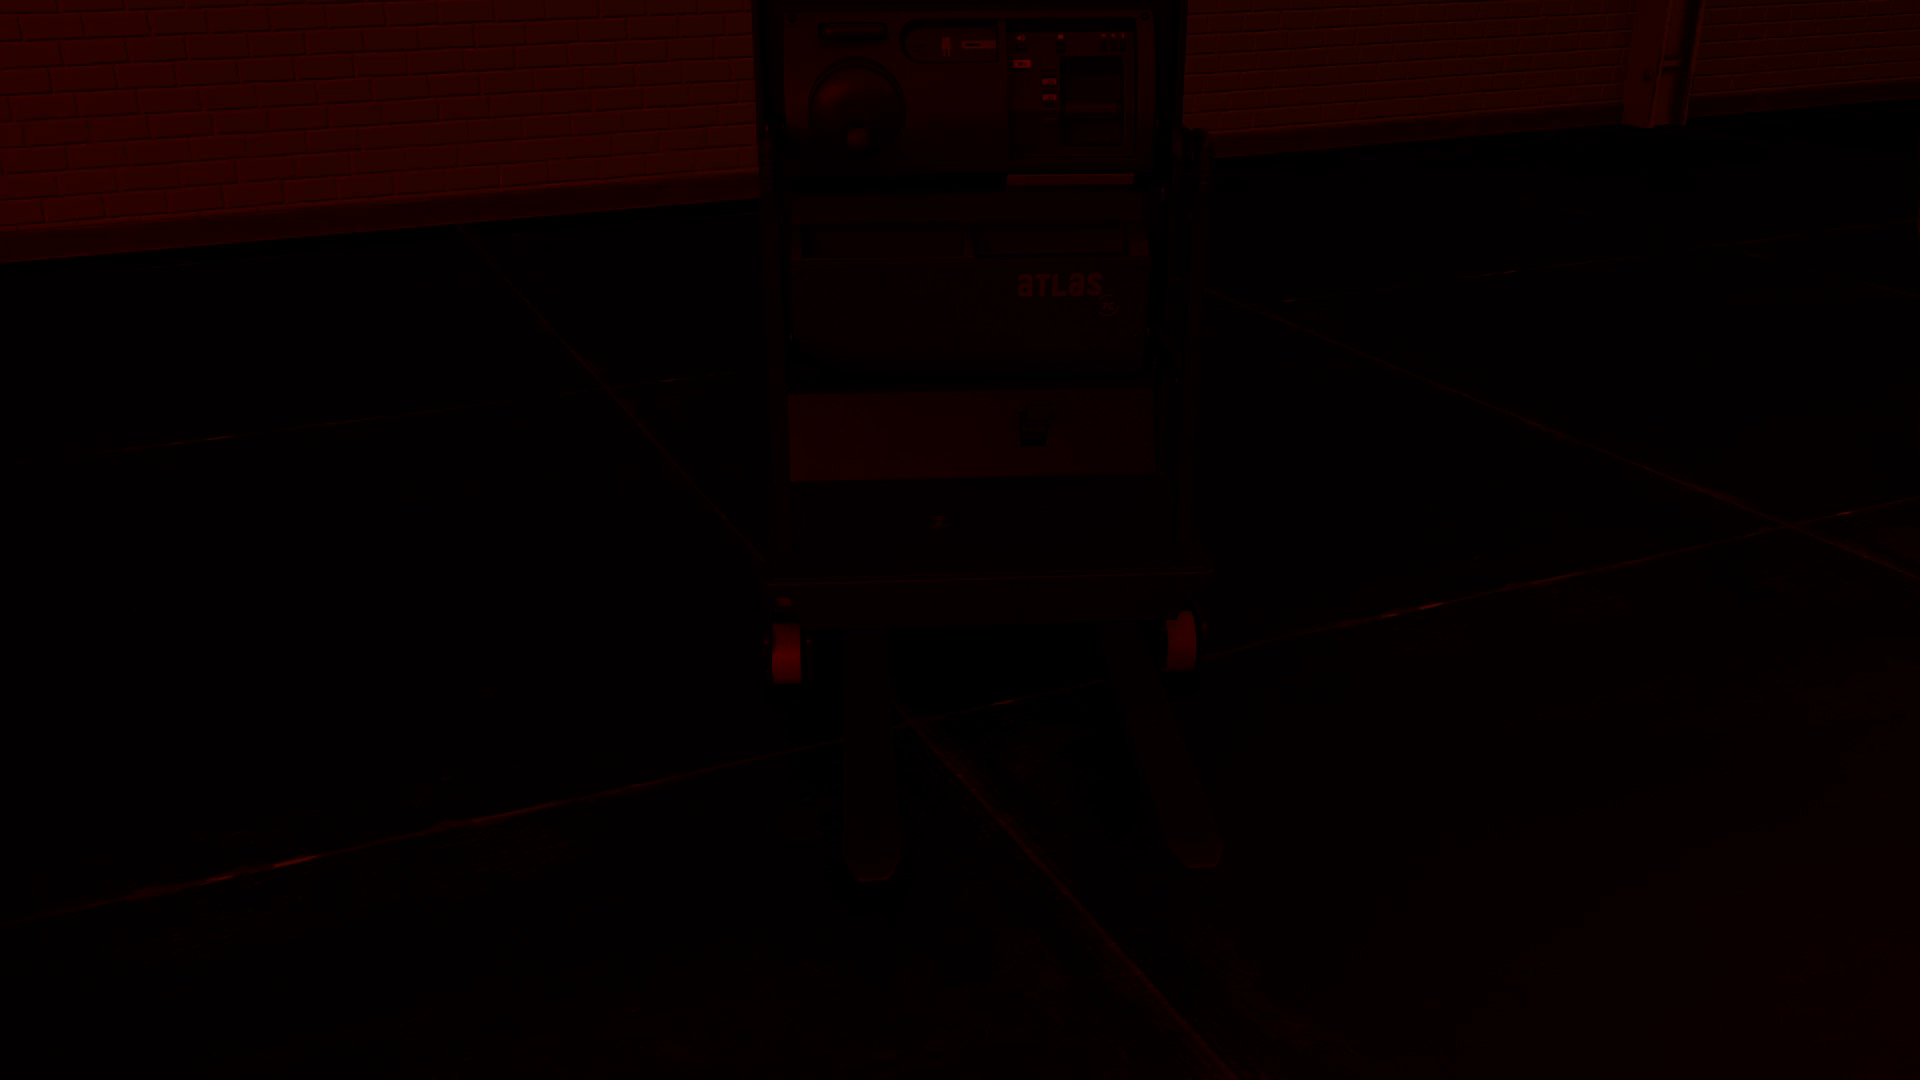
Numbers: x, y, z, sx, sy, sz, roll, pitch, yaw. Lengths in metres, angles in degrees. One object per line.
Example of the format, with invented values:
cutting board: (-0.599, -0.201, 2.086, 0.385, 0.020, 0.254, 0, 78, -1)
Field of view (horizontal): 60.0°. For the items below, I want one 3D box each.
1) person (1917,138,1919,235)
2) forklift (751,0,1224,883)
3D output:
person: (3.452, -1.071, 5.363, 0.578, 1.765, 0.666, -13, 26, -29)
forklift: (0.042, -1.115, 3.970, 1.130, 2.935, 3.031, -2, 23, -4)
